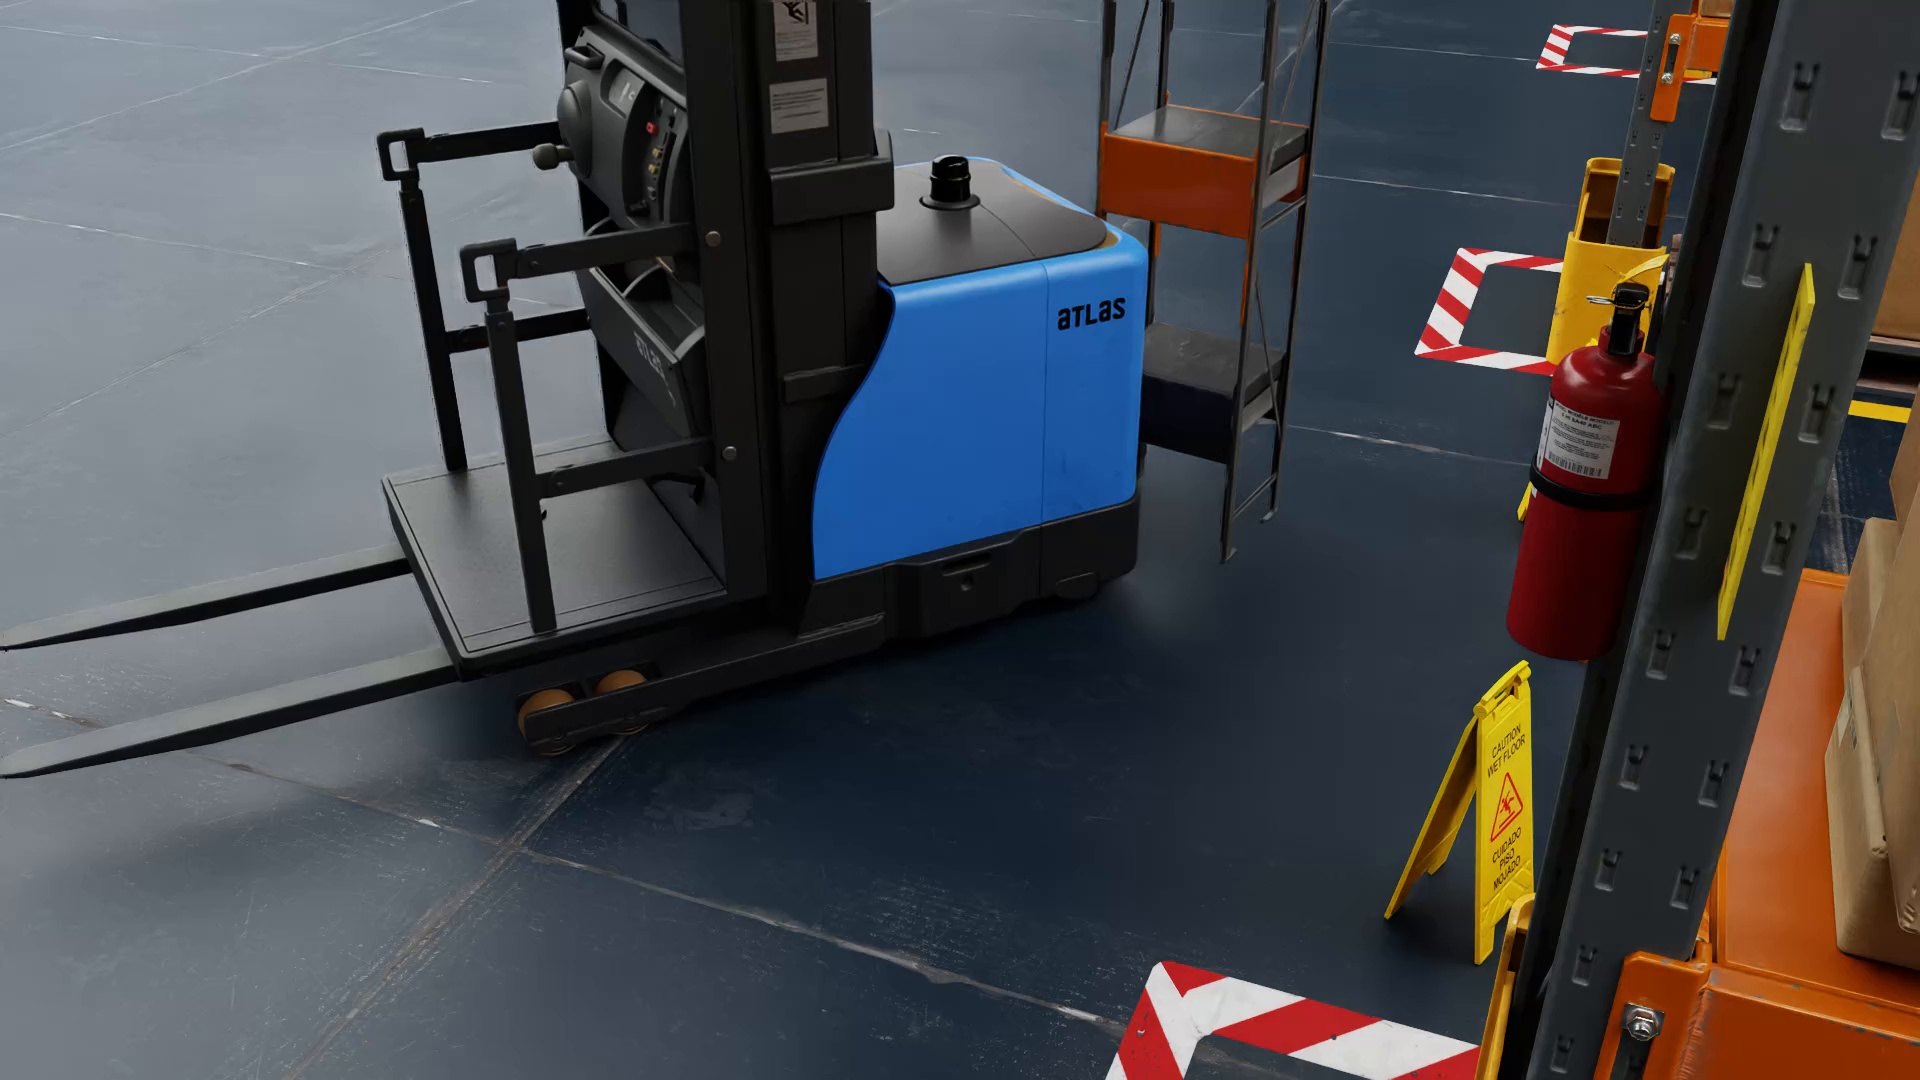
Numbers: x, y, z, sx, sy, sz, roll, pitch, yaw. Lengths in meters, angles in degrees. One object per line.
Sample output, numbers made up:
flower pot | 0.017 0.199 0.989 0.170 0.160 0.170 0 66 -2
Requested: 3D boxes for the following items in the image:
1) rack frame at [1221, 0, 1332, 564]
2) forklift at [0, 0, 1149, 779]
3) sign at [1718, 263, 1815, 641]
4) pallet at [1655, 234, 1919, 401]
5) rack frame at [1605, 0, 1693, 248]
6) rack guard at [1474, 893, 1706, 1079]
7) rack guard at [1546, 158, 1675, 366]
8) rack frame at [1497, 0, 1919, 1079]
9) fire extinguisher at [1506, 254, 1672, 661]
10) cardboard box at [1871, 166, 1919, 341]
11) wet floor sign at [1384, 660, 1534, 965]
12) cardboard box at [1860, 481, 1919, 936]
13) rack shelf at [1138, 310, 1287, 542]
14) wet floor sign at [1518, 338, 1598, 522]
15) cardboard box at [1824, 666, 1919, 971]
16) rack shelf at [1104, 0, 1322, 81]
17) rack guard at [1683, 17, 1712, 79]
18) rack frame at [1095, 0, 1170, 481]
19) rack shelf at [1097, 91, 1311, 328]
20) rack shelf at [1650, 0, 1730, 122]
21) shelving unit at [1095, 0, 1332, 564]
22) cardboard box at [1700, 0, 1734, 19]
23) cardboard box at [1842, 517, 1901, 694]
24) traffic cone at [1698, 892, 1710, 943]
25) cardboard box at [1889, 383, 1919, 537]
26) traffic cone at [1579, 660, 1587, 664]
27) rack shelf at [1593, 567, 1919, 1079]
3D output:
rack frame | 0.918 -0.924 4.751 0.015 2.100 0.400 18 34 28
forklift | -1.022 -1.019 4.075 3.031 2.935 1.130 -14 32 -23
sign | 0.700 -0.072 1.450 0.005 0.325 0.100 11 31 19
pallet | 3.442 -0.892 6.614 1.213 0.211 1.003 11 31 19
rack frame | 2.671 -2.219 6.127 0.127 3.000 1.000 11 31 19
rack guard | 0.974 1.159 2.691 0.348 0.500 1.175 11 31 19
rack guard | 2.649 -1.135 6.750 0.348 0.500 1.175 11 31 19
rack frame | 0.903 0.059 2.098 0.053 2.616 0.949 11 31 19
fire extinguisher | 0.971 -0.141 2.529 0.183 0.674 0.296 11 31 19
cardboard box | 3.325 -1.381 6.378 0.875 0.875 0.875 11 31 19
wet floor sign | 1.130 0.559 3.605 0.232 0.644 0.267 24 37 36
cardboard box | 1.239 0.098 1.624 0.500 0.500 0.500 11 31 18
rack shelf | 0.713 -0.368 5.218 0.480 0.518 0.431 18 34 28
wet floor sign | 1.900 -0.296 5.118 0.232 0.644 0.267 6 30 11
cardboard box | 1.141 0.324 1.884 0.250 0.149 0.380 11 31 19
rack shelf | 0.713 -1.587 4.529 0.480 0.518 0.431 18 34 28
rack guard | 4.700 -3.359 10.685 0.348 0.500 1.175 11 31 19
rack frame | 0.508 -1.054 4.982 0.015 2.100 0.400 18 34 28
rack shelf | 0.713 -0.977 4.873 0.480 0.518 0.431 18 34 28
rack shelf | 4.525 -1.535 5.649 4.000 0.370 1.077 11 31 19
shelving unit | 0.713 -0.989 4.867 0.503 2.100 0.431 18 34 28
cardboard box | 3.032 -2.236 6.005 0.550 0.550 0.875 11 31 19
cardboard box | 1.331 0.138 2.213 0.250 0.149 0.380 12 32 21
traffic cone | 1.787 0.653 3.625 0.334 0.463 0.336 11 31 19
cardboard box | 1.510 -0.141 2.047 0.500 0.500 0.500 11 31 18
traffic cone | 1.890 0.084 4.631 0.334 0.463 0.336 11 31 19
rack shelf | 2.757 0.740 1.623 4.000 0.370 1.077 11 31 19
